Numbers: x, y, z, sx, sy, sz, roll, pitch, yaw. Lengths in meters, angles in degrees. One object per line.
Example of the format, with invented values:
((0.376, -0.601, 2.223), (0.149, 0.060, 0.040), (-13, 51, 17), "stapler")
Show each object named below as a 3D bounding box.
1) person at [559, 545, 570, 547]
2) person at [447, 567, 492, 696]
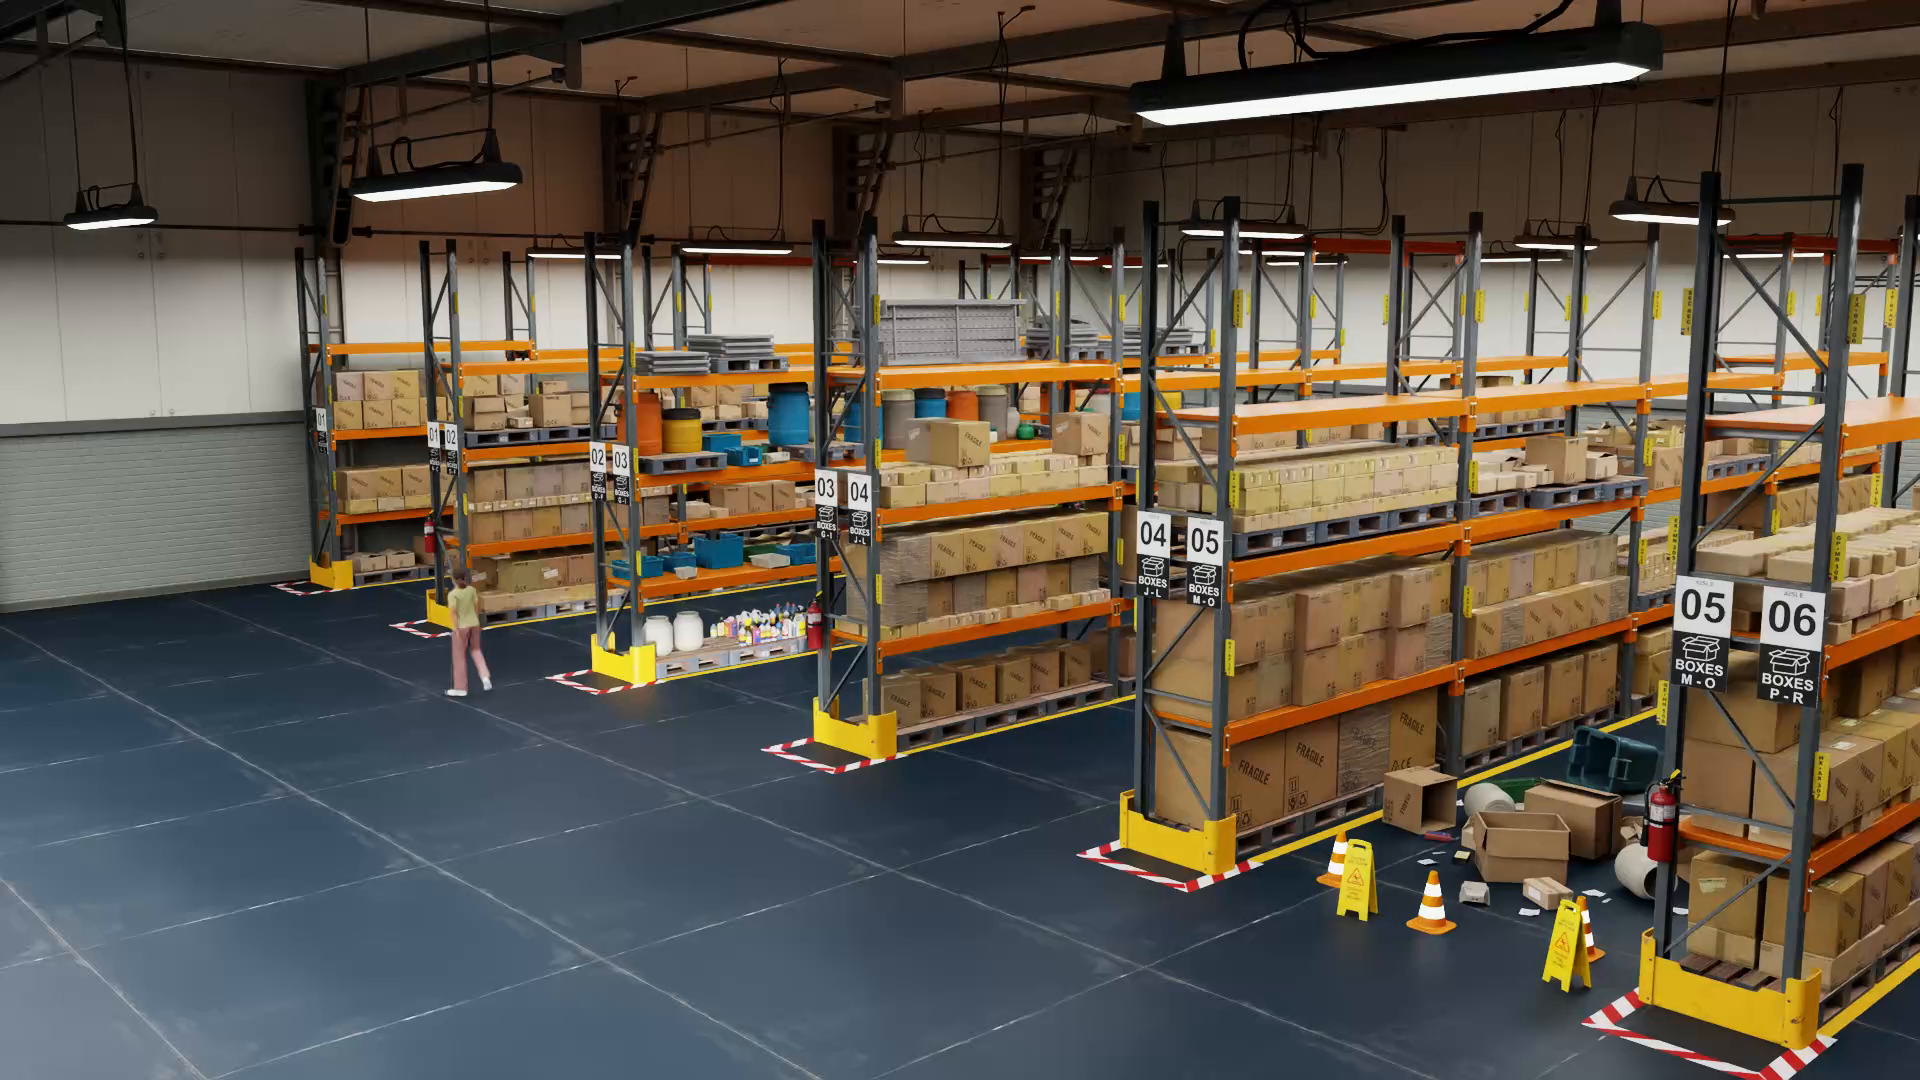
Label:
((-7.121, 0.006, 29.974), (0.589, 1.598, 0.568), (-4, 9, -25), "person")
((-6.380, 1.172, 21.575), (0.470, 1.678, 0.539), (4, 9, 28), "person")
